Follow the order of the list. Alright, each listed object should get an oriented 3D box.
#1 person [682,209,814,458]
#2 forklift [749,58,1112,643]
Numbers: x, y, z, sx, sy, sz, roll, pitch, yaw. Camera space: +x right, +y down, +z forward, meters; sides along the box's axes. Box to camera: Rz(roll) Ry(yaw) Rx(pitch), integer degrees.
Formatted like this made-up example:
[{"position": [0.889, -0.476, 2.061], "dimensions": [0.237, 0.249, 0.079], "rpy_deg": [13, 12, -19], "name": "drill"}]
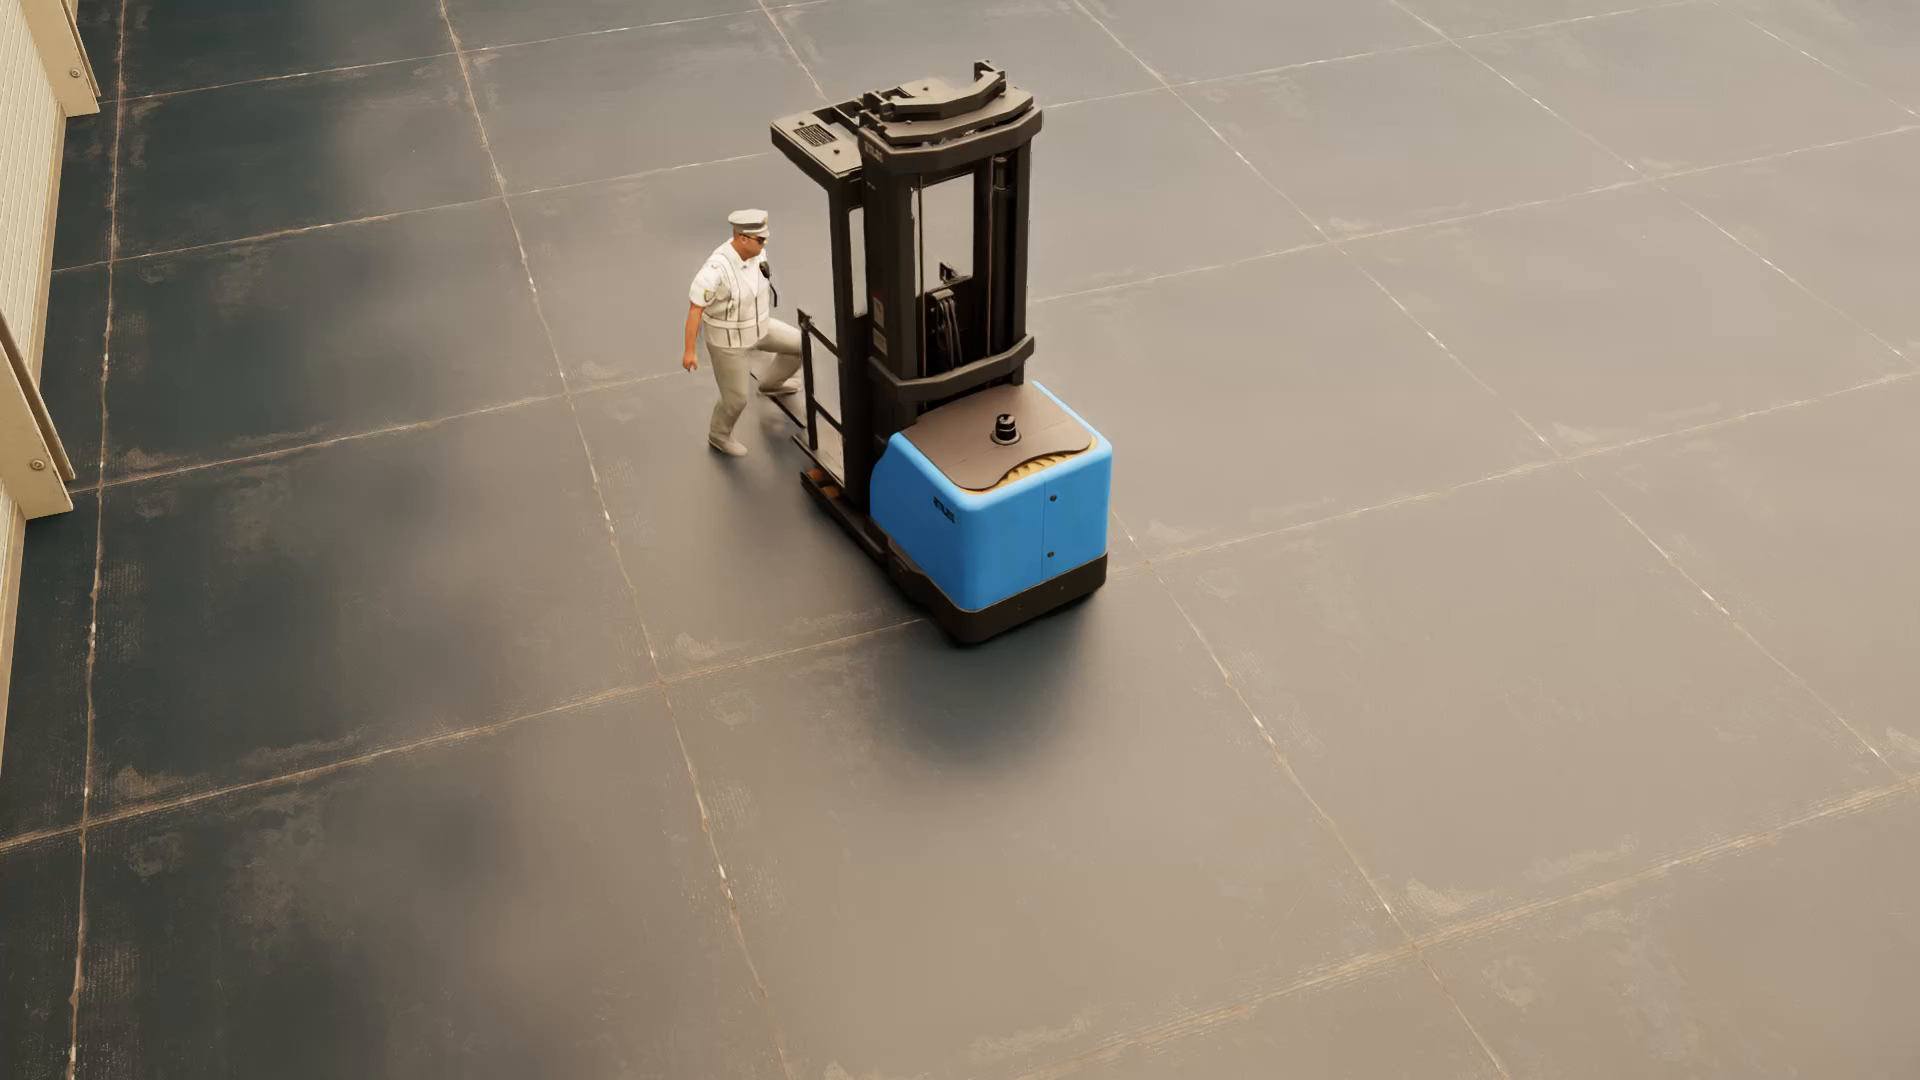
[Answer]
[{"position": [-1.359, -1.300, 10.517], "dimensions": [0.513, 1.722, 0.889], "rpy_deg": [25, 46, 27], "name": "person"}, {"position": [-0.357, -1.453, 9.727], "dimensions": [1.130, 2.935, 3.031], "rpy_deg": [-23, 45, -25], "name": "forklift"}]
